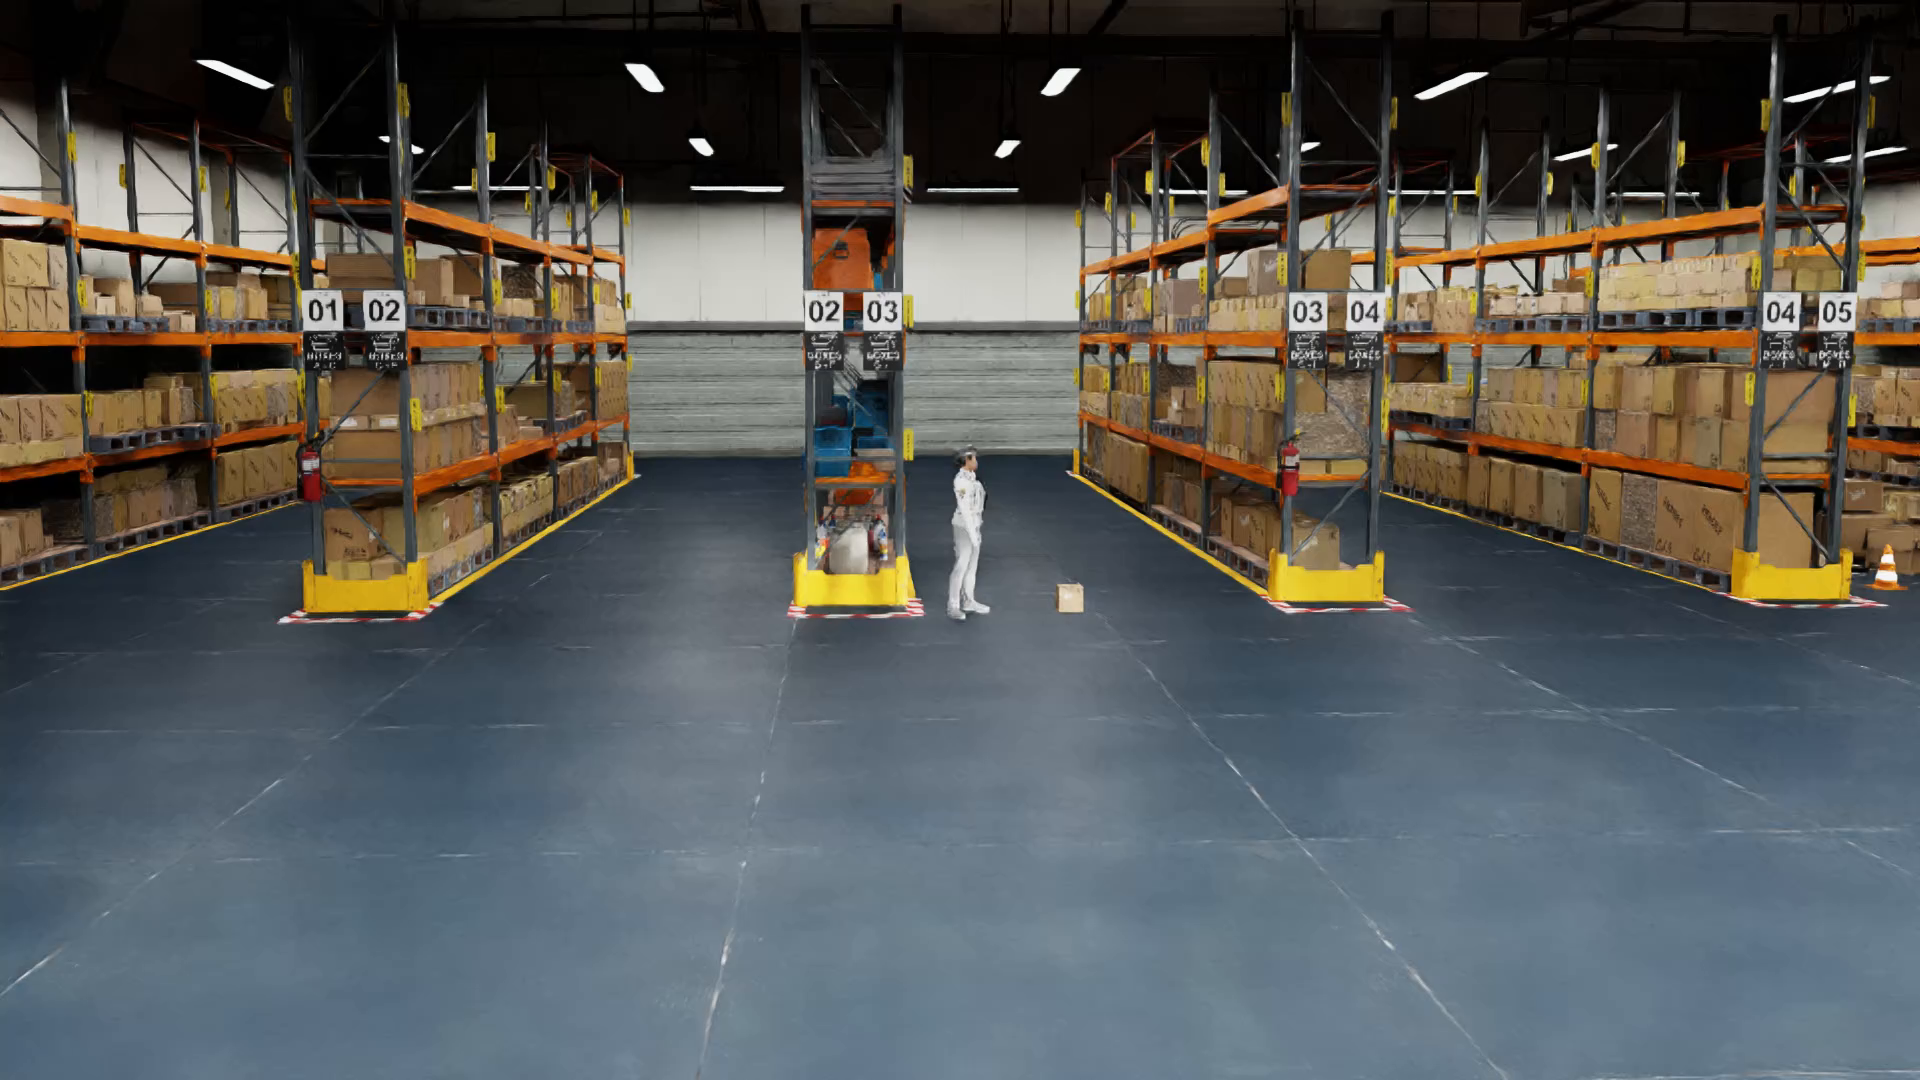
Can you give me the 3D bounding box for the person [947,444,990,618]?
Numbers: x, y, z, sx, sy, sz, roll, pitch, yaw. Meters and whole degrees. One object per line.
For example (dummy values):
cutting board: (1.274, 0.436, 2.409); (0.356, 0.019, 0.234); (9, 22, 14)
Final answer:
person: (0.073, -0.095, 16.318); (0.356, 1.678, 0.608); (2, 7, 13)
